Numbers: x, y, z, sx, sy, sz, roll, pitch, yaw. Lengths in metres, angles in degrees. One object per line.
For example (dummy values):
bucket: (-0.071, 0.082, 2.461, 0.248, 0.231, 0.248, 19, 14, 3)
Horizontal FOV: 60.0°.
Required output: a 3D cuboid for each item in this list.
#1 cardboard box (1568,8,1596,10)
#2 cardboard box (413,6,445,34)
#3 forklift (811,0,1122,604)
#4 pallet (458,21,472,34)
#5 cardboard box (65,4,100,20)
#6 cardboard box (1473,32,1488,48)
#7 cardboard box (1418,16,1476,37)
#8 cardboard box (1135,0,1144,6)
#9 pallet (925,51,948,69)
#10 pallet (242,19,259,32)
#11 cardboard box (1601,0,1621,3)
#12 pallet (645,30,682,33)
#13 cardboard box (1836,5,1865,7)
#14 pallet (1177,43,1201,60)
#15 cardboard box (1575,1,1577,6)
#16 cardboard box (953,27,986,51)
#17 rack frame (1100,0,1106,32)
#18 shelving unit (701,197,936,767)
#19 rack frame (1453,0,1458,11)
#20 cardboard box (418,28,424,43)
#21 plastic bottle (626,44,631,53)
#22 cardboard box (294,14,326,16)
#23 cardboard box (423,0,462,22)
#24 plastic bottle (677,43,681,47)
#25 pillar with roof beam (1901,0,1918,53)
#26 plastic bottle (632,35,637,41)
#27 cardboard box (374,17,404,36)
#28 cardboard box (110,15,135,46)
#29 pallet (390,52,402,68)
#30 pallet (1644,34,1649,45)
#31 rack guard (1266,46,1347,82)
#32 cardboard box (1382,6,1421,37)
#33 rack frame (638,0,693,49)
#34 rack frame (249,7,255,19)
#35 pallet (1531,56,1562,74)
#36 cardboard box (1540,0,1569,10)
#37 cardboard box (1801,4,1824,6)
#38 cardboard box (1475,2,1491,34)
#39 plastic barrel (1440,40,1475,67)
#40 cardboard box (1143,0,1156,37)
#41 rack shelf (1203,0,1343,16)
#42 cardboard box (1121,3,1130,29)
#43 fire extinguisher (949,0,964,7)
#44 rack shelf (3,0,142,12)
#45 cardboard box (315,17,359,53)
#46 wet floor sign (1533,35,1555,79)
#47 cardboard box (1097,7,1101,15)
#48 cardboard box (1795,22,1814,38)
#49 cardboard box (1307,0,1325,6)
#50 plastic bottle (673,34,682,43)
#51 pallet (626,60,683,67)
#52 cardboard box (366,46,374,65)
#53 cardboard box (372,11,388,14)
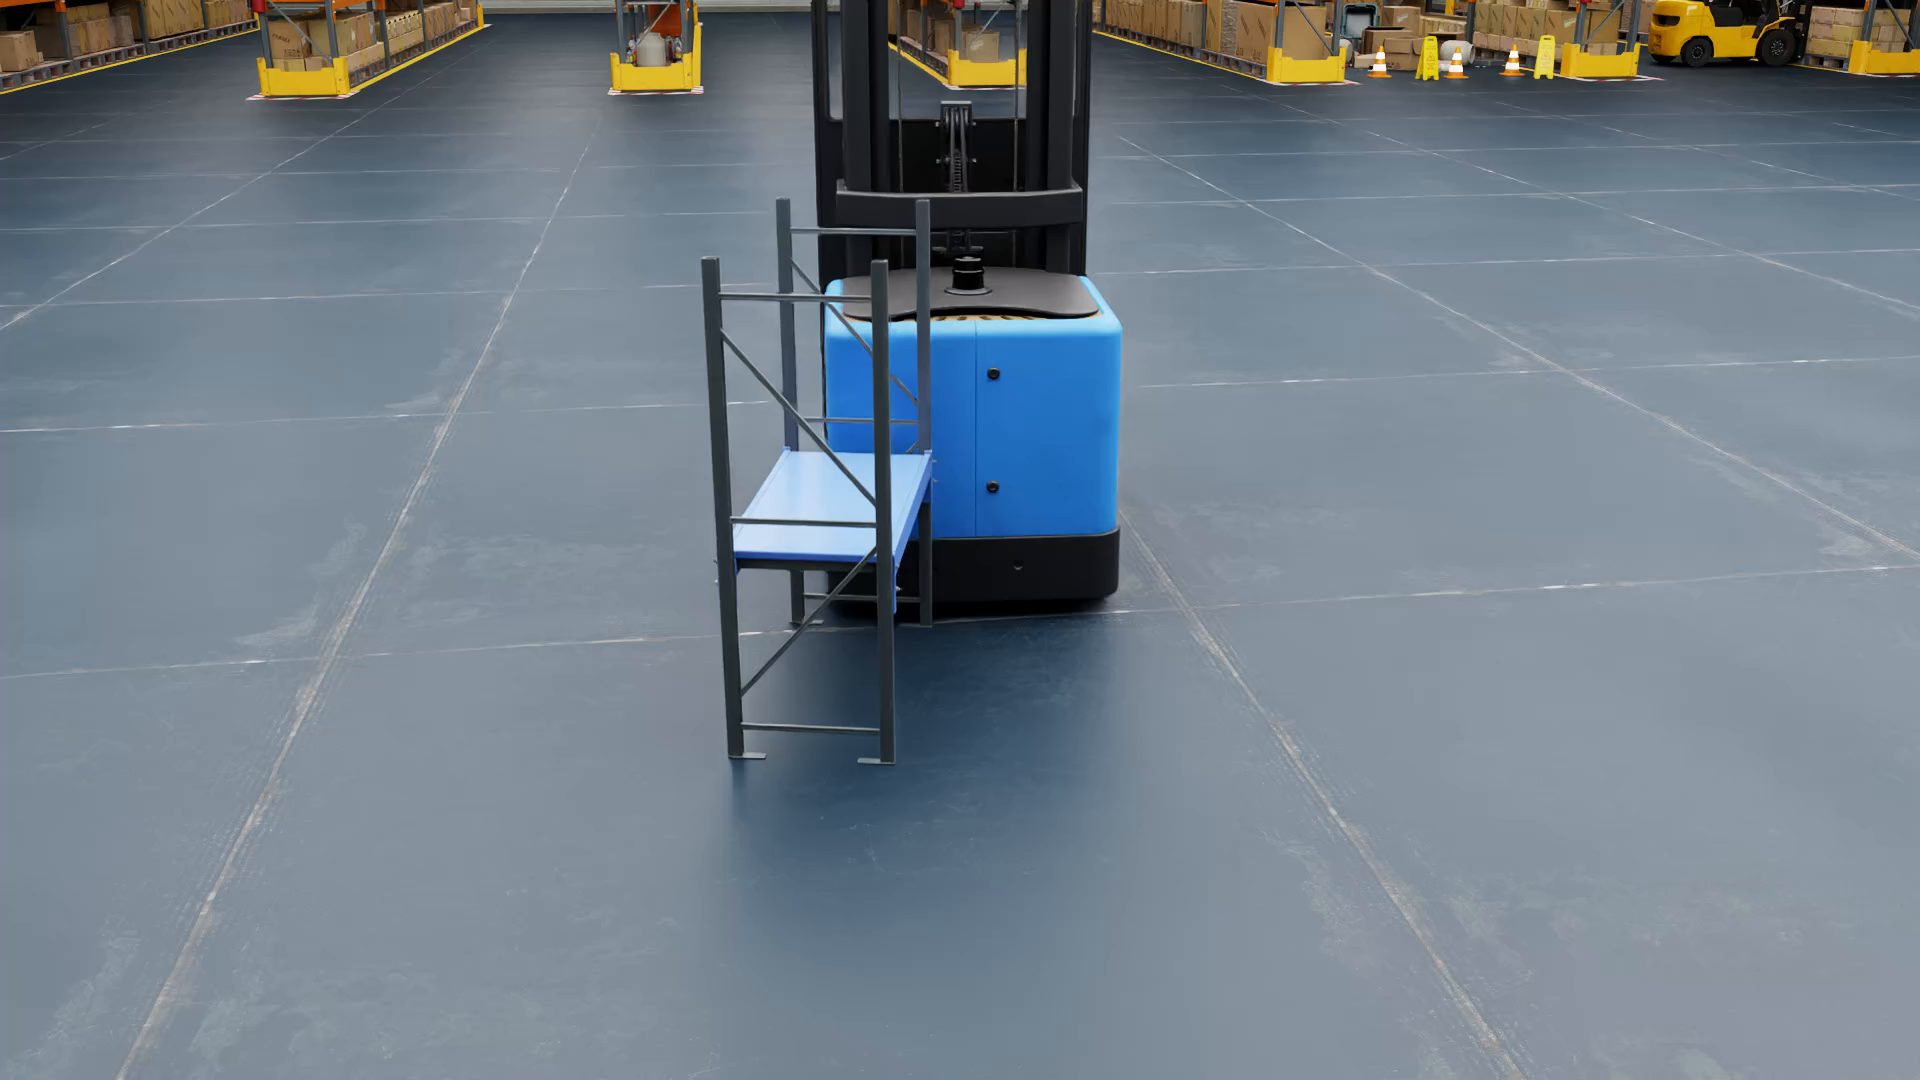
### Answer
cardboard box: (10.301, -8.557, 27.597, 0.500, 0.500, 0.500, -4, 21, -10)
cardboard box: (-10.547, -10.329, 33.027, 0.500, 0.500, 0.500, -4, 21, -10)
forklift: (-0.051, -1.615, 6.851, 1.130, 2.935, 3.031, -1, 21, -4)
pallet: (-11.390, -11.326, 36.739, 1.003, 0.211, 1.213, -3, 21, -8)
cardboard box: (-15.183, -9.097, 28.656, 0.500, 0.250, 0.500, -3, 21, -8)
cardboard box: (9.469, -8.890, 29.562, 0.500, 0.250, 0.500, -4, 21, -10)
cardboard box: (9.364, -9.836, 31.920, 0.950, 0.372, 0.625, -2, 21, -6)
cardboard box: (3.832, -10.900, 33.515, 0.500, 0.250, 0.500, -3, 21, -9)
pallet: (-0.024, -8.163, 28.269, 1.003, 0.211, 1.213, -3, 21, -8)
pallet: (-16.398, -11.526, 37.274, 1.003, 0.211, 1.213, -3, 21, -8)
cardboard box: (13.664, -11.324, 34.793, 0.380, 0.149, 0.250, -4, 21, -10)
pallet: (-5.961, -10.221, 33.780, 1.003, 0.211, 1.213, -3, 21, -8)
cardboard box: (15.120, -8.966, 28.335, 0.500, 0.250, 0.500, -3, 21, -8)
pallet: (4.581, -8.872, 30.168, 1.003, 0.211, 1.213, -3, 21, -8)
cardboard box: (13.572, -11.352, 35.796, 0.500, 0.500, 0.500, -2, 21, -5)
cardboard box: (0.156, -7.980, 26.769, 0.500, 0.500, 0.500, -1, 21, -3)
rack frame: (3.614, -12.685, 36.391, 1.000, 3.000, 0.127, -3, 21, -8)
shelving unit: (-0.395, -0.223, 5.169, 0.538, 1.500, 1.048, 2, 21, 5)
rack frame: (12.832, -14.606, 41.535, 1.000, 3.000, 0.127, -3, 21, -8)
cardboard box: (-10.219, -9.325, 30.726, 0.500, 0.250, 0.500, -2, 21, -6)
plastic bottle: (-5.214, -7.652, 26.170, 0.061, 0.283, 0.133, -2, 21, -6)
cardboard box: (-10.058, -7.939, 25.942, 0.500, 0.500, 0.500, -3, 21, -8)
cardboard box: (-11.388, -11.658, 36.582, 0.797, 0.503, 0.637, -3, 21, -8)
plastic bottle: (-4.497, -7.790, 26.556, 0.097, 0.271, 0.097, 0, 20, 0)
pillar with roof beam: (11.670, -11.946, 25.839, 9.100, 9.000, 0.400, -3, 21, -8)
plastic bottle: (-5.351, -8.115, 27.313, 0.144, 0.351, 0.185, -2, 21, -6)
cardboard box: (-9.915, -8.881, 28.735, 0.500, 0.311, 0.500, -4, 21, -10)
cardboard box: (-15.282, -9.124, 29.800, 0.700, 0.500, 0.500, -3, 21, -7)
pallet: (-10.104, -8.148, 28.230, 1.003, 0.211, 1.213, -3, 21, -8)
pallet: (14.238, -9.821, 32.710, 1.003, 0.211, 1.213, -3, 21, -8)
rack guard: (5.347, -7.351, 25.682, 1.175, 0.500, 0.348, -3, 21, -8)
cardboard box: (7.894, -9.283, 29.774, 0.500, 0.500, 0.500, -3, 21, -8)
rack frame: (-5.634, -10.835, 31.438, 1.000, 3.000, 0.127, -3, 21, -8)
rack frame: (-16.590, -13.105, 37.517, 1.000, 3.000, 0.127, -3, 21, -8)
pallet: (10.134, -7.818, 27.346, 1.003, 0.211, 1.213, -3, 21, -8)
cardboard box: (9.734, -8.766, 27.231, 0.380, 0.149, 0.250, -2, 21, -6)
cardboard box: (14.536, -9.113, 28.730, 0.500, 0.250, 0.500, -3, 21, -9)
cardboard box: (9.469, -9.242, 29.430, 0.500, 0.500, 0.500, -2, 21, -5)
plastic barrel: (8.431, -8.246, 28.190, 0.512, 0.421, 0.421, 12, 24, 30)
cardboard box: (4.189, -10.227, 32.427, 1.050, 0.750, 0.750, -3, 21, -8)
rack shelf: (5.055, -8.885, 27.247, 1.077, 0.370, 4.000, -3, 21, -8)
cardboard box: (3.673, -10.902, 34.592, 0.500, 0.500, 0.500, -4, 21, -10)
fire extinguisher: (-0.019, -8.216, 24.536, 0.296, 0.674, 0.183, -3, 21, -8)
rack shelf: (-15.149, -9.306, 28.372, 1.077, 0.370, 4.000, -3, 21, -8)
cardboard box: (-9.399, -7.619, 25.085, 0.500, 0.500, 0.500, -3, 21, -8)
wet floor sign: (9.196, -7.592, 26.121, 0.267, 0.644, 0.232, 4, 21, 11)
cardboard box: (3.254, -11.778, 37.014, 0.380, 0.149, 0.250, -3, 21, -7)
cardboard box: (14.602, -8.714, 28.374, 0.500, 0.250, 0.500, -3, 21, -9)
cardboard box: (8.513, -12.189, 38.125, 0.875, 0.438, 0.875, -3, 21, -9)
plastic bottle: (-4.651, -8.140, 27.381, 0.144, 0.351, 0.185, -4, 21, -10)
pallet: (-4.822, -7.486, 26.457, 1.003, 0.211, 1.213, -3, 21, -8)
cardboard box: (-9.527, -7.614, 26.146, 0.500, 0.250, 0.500, -3, 21, -8)
cardboard box: (-10.751, -9.561, 30.557, 0.500, 0.311, 0.500, -2, 21, -6)
